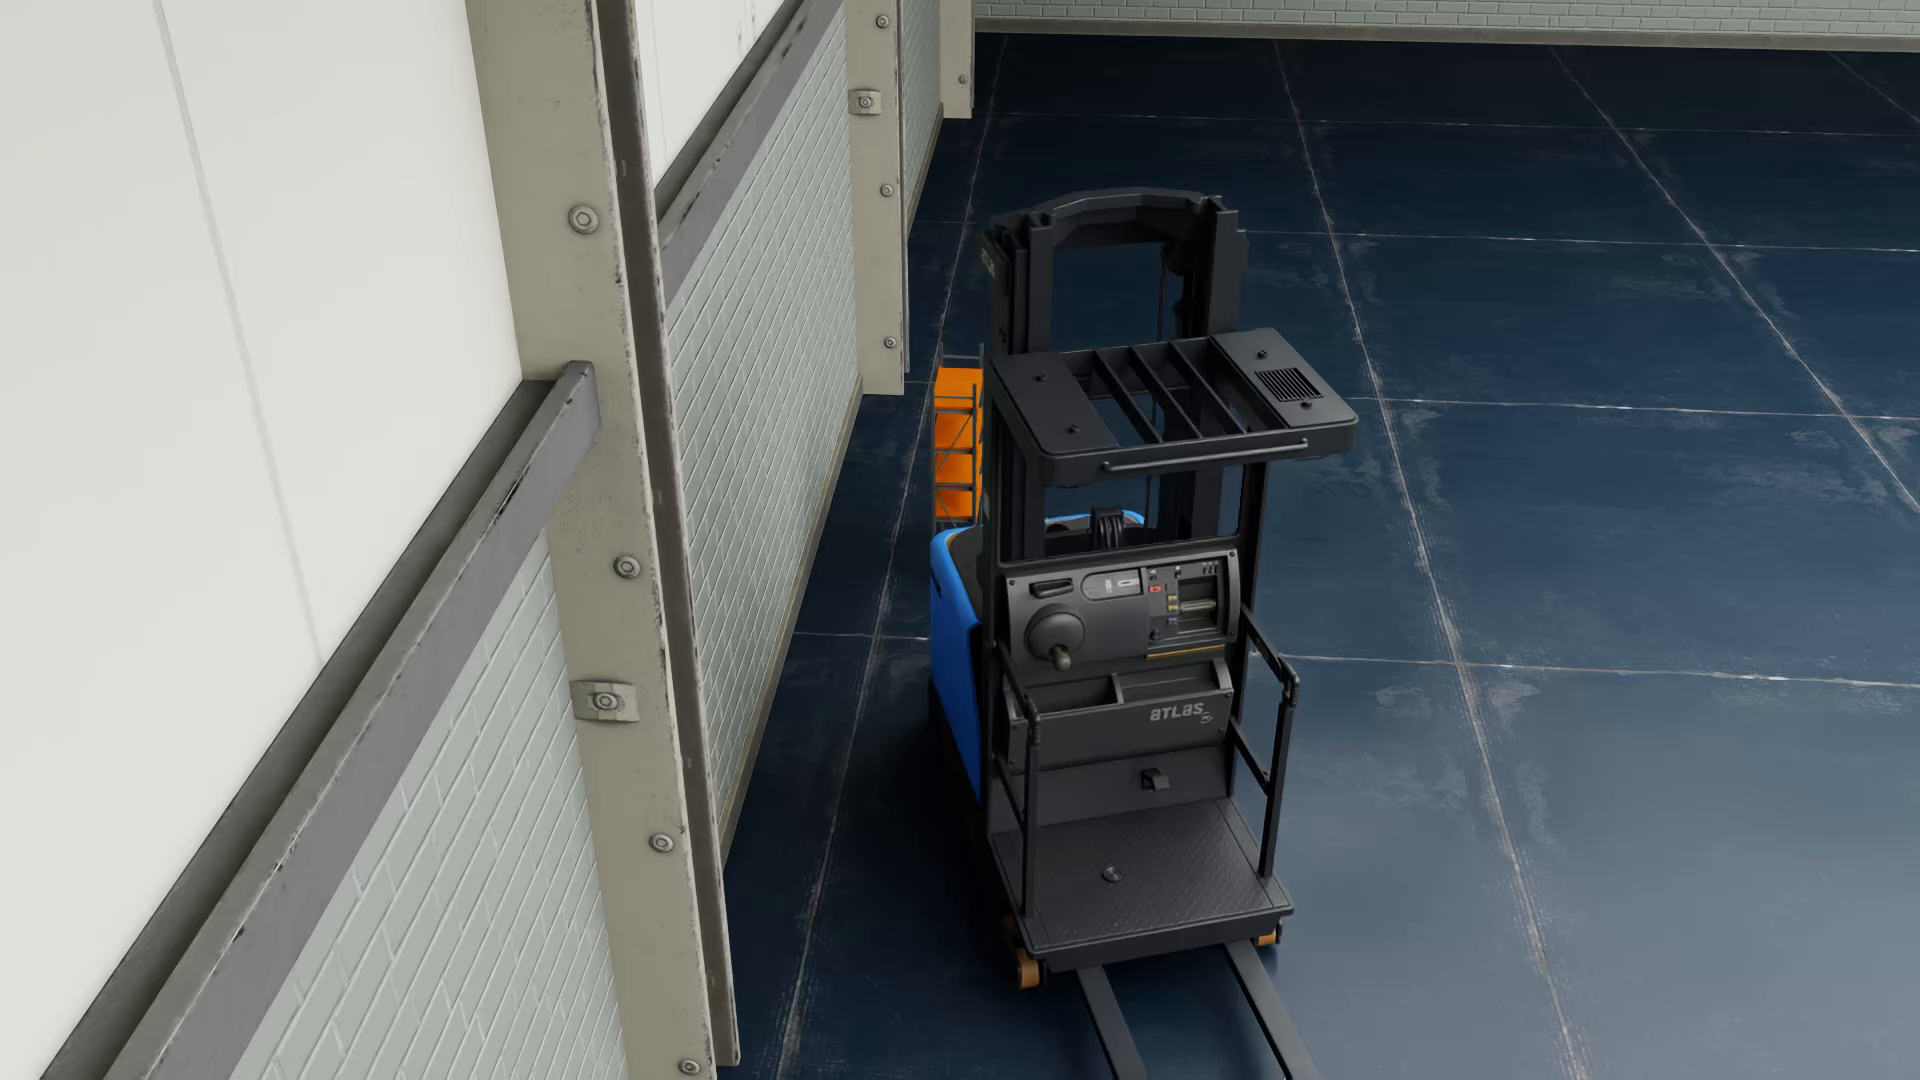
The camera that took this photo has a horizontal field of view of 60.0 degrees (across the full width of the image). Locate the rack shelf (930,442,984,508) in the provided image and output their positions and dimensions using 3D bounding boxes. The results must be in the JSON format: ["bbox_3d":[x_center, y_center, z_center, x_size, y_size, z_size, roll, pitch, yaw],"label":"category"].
[{"bbox_3d":[-0.013,-0.367,9.110,0.258,0.148,0.480,2,32,4],"label":"rack shelf"}]

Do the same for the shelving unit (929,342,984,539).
[{"bbox_3d":[-0.013,-0.424,9.075,0.258,1.200,0.503,2,32,4],"label":"shelving unit"}]

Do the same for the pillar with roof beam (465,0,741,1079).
[{"bbox_3d":[3.285,-1.587,3.529,9.100,9.000,0.400,2,32,4],"label":"pillar with roof beam"}]

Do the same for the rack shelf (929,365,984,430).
[{"bbox_3d":[-0.013,-0.759,8.869,0.258,0.148,0.480,2,32,4],"label":"rack shelf"}]

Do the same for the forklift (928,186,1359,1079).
[{"bbox_3d":[0.682,0.318,6.220,1.130,2.935,3.031,-7,32,-11],"label":"forklift"}]

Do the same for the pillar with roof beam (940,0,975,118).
[{"bbox_3d":[4.262,-7.862,13.711,9.100,9.000,0.400,2,32,4],"label":"pillar with roof beam"}]

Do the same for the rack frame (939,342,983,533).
[{"bbox_3d":[0.006,-0.552,9.282,0.240,1.200,0.015,2,32,4],"label":"rack frame"}]

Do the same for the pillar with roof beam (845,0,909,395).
[{"bbox_3d":[3.773,-4.725,8.620,9.100,9.000,0.400,2,32,4],"label":"pillar with roof beam"}]

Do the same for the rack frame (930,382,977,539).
[{"bbox_3d":[-0.033,-0.297,8.868,0.240,1.200,0.015,2,32,4],"label":"rack frame"}]

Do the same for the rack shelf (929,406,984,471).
[{"bbox_3d":[-0.013,-0.557,8.993,0.258,0.148,0.480,2,32,4],"label":"rack shelf"}]

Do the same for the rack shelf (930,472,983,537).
[{"bbox_3d":[-0.013,-0.198,9.215,0.258,0.148,0.480,2,32,4],"label":"rack shelf"}]
